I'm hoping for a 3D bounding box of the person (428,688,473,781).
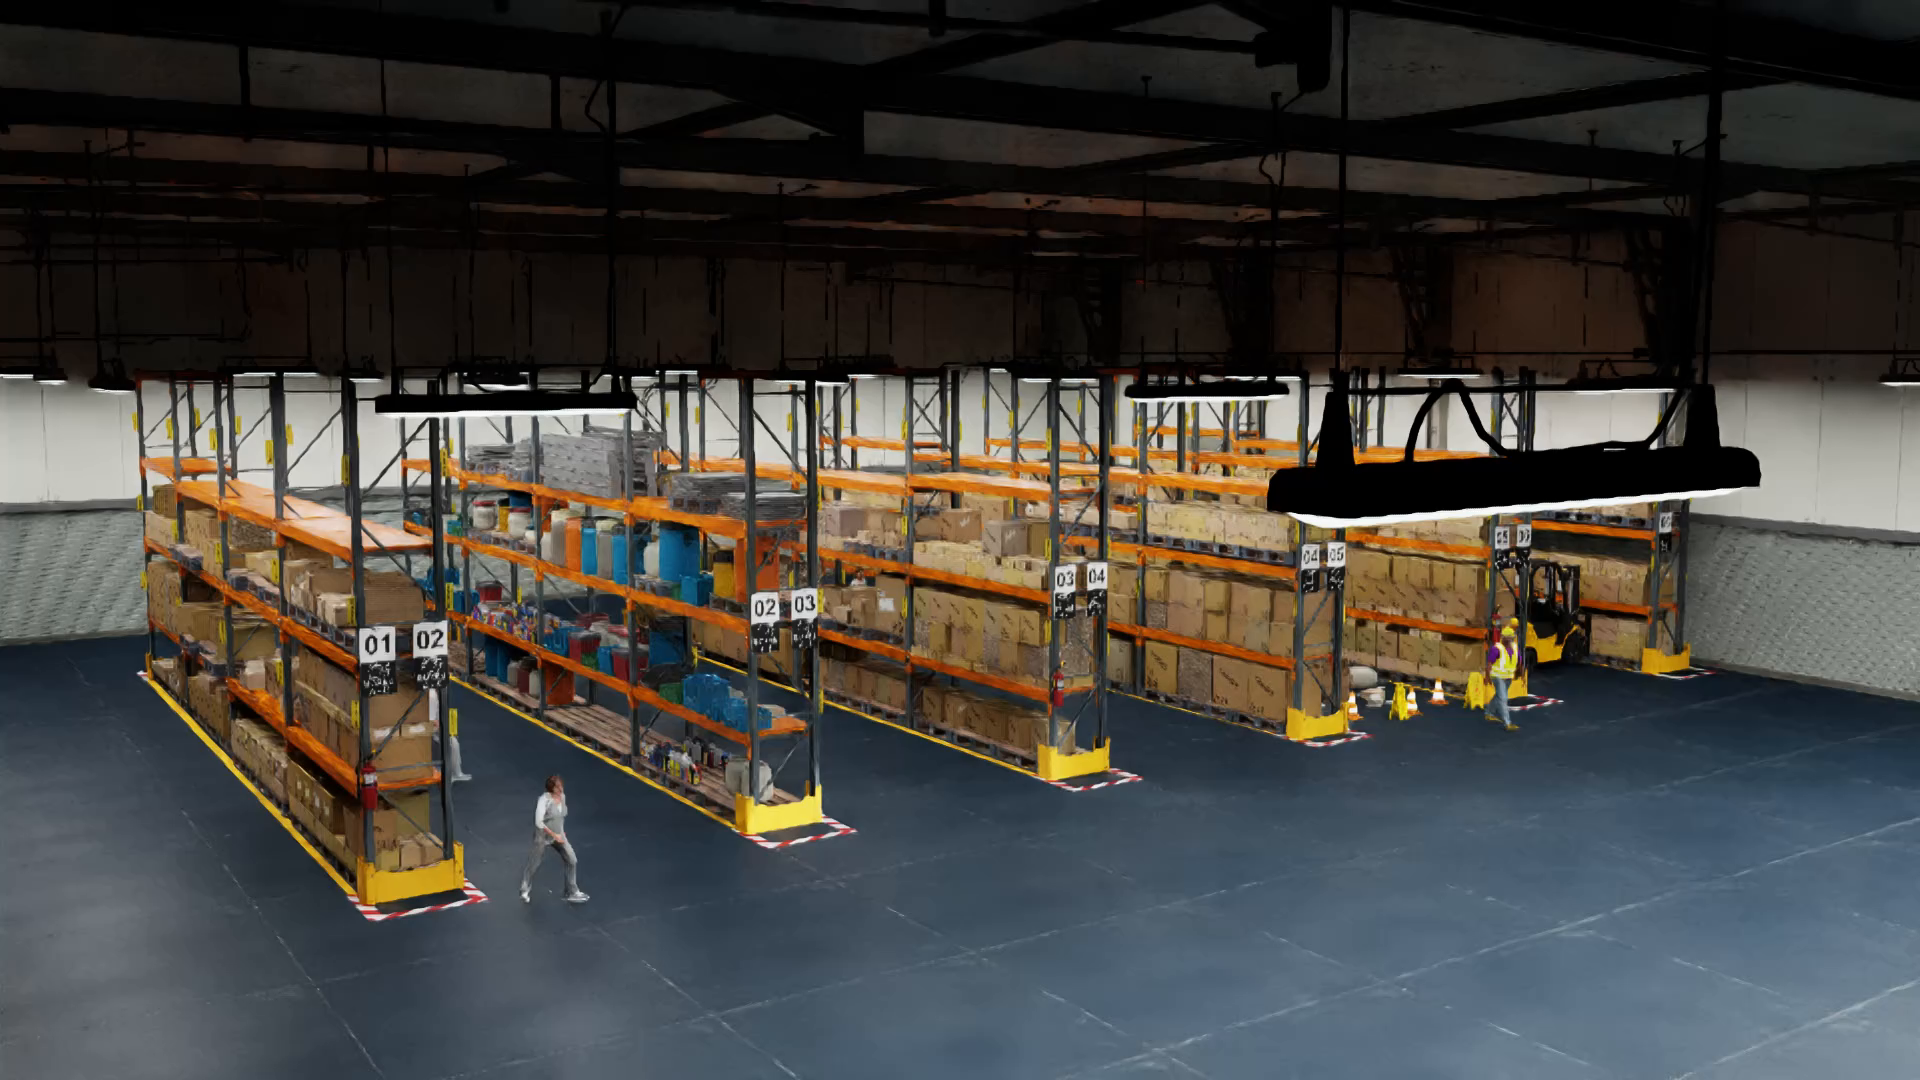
[{"bbox_3d":[-7.741,2.720,24.420,0.905,1.707,0.729,5,8,39],"label":"person"}]

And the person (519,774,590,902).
[{"bbox_3d":[-4.716,3.409,19.105,0.778,1.528,0.562,5,8,37],"label":"person"}]

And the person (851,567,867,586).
[{"bbox_3d":[-2.236,1.374,36.810,0.446,1.590,1.110,-4,8,-31],"label":"person"}]

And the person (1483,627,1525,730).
[{"bbox_3d":[9.218,2.305,28.101,0.571,1.706,1.043,-3,7,-24],"label":"person"}]
